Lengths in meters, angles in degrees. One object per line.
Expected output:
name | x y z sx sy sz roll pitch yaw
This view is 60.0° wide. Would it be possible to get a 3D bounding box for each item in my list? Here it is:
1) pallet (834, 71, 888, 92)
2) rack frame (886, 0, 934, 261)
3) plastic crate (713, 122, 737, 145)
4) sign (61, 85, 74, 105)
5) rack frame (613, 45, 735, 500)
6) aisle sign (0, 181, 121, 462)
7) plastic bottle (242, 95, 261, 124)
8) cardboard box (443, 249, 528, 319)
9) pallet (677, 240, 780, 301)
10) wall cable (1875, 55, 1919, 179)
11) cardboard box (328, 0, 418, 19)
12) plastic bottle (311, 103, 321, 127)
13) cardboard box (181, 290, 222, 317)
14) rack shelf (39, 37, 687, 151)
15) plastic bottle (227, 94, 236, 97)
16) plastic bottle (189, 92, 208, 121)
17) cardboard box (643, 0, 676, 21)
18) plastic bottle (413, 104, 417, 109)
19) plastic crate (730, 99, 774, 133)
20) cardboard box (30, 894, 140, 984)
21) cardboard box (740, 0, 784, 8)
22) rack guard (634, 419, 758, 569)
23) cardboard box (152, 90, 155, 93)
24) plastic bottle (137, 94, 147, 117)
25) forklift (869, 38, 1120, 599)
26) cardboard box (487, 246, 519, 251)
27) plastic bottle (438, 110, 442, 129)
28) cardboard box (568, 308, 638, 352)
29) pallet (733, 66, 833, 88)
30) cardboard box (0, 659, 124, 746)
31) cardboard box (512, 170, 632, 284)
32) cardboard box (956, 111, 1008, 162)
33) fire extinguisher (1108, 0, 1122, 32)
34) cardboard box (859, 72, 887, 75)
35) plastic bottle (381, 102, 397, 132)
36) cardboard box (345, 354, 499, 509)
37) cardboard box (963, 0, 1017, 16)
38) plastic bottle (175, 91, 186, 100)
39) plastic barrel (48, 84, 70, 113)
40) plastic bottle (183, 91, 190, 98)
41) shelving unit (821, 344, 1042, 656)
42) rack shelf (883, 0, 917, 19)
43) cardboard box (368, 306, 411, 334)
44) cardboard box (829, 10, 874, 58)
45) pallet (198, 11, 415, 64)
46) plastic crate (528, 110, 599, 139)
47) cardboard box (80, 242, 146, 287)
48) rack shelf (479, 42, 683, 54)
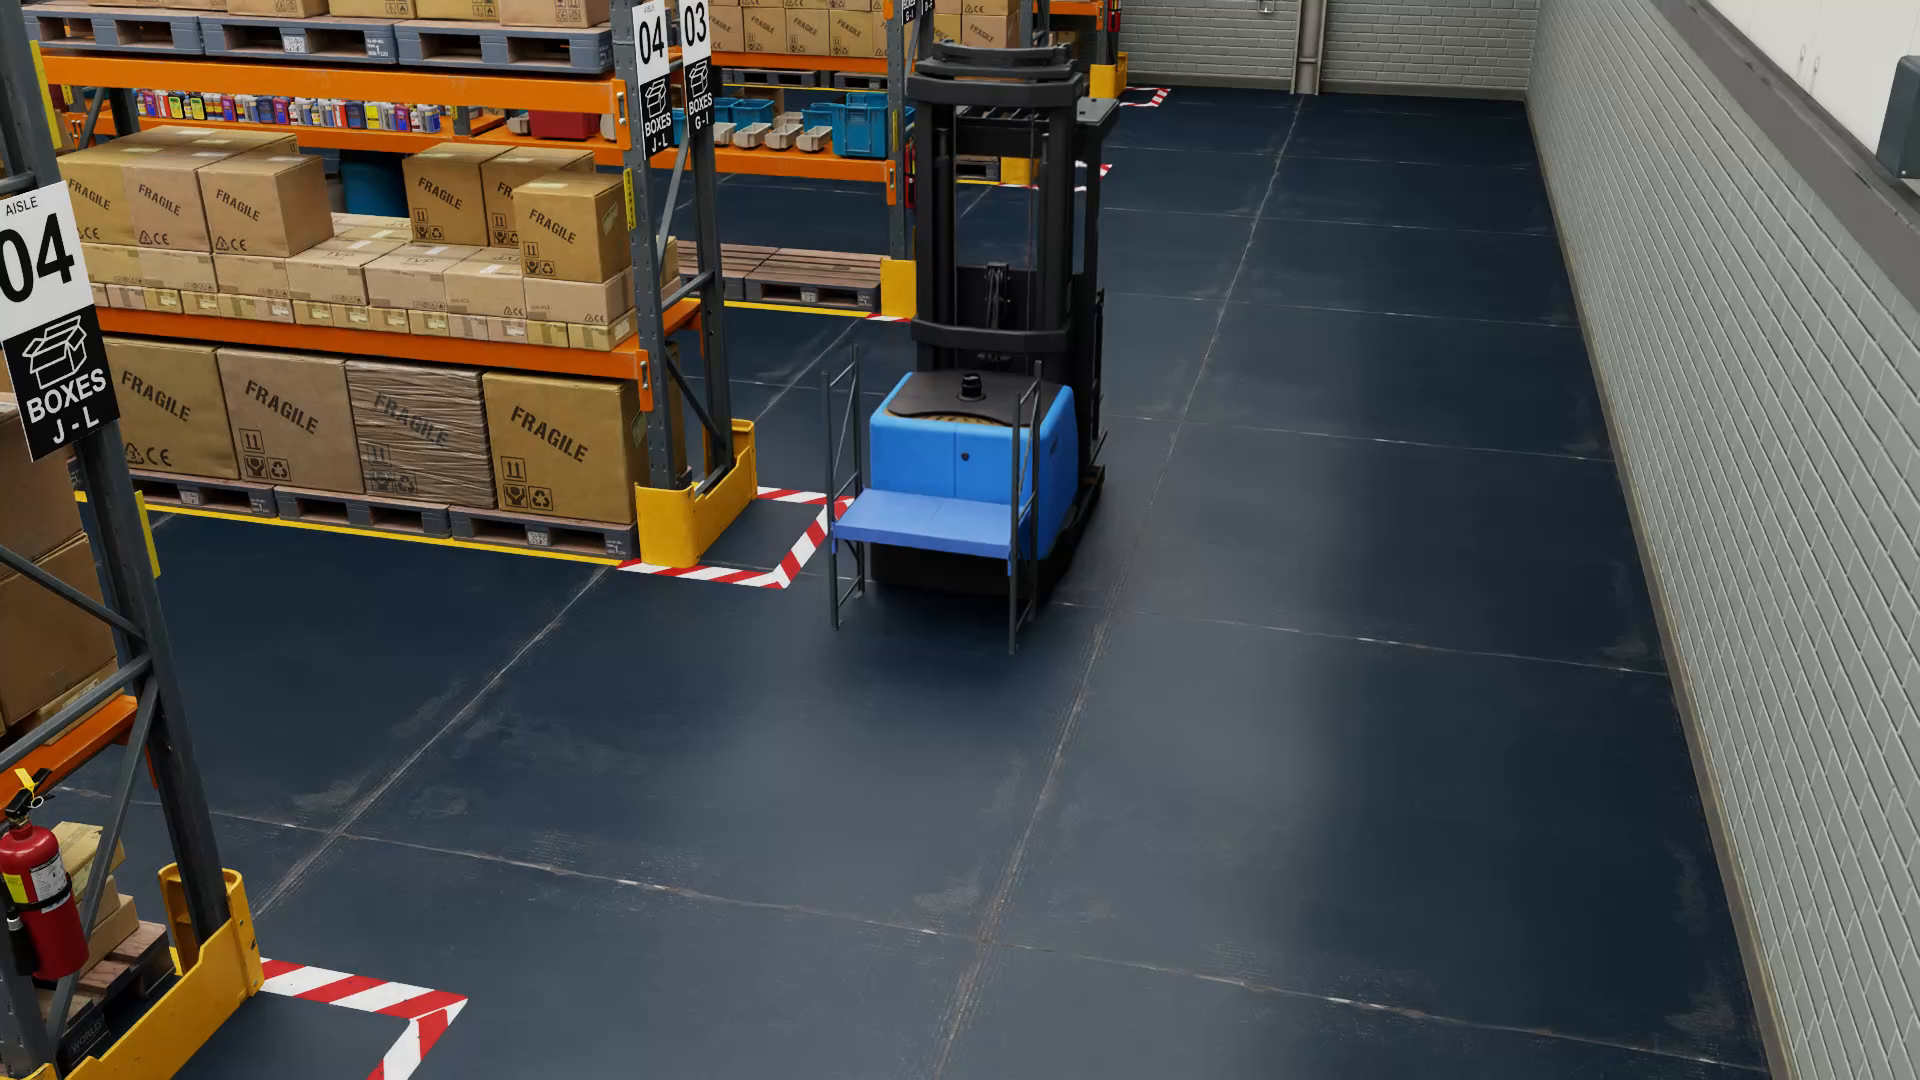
pallet | -1.097 -6.684 24.043 1.213 0.211 1.003 6 26 13
rack frame | -0.407 -3.504 14.121 0.127 3.000 1.000 6 26 13
plastic crate | -2.086 -3.505 14.359 0.250 0.136 0.298 6 26 13
sign | -8.285 -4.205 15.402 0.005 0.325 0.100 6 26 13
rack frame | -1.641 -1.442 9.790 0.127 3.000 1.000 6 26 13
aisle sign | -2.828 -0.679 5.162 0.004 0.787 0.394 6 26 13
plastic bottle | -6.473 -3.975 15.255 0.135 0.276 0.152 6 26 13
cardboard box | -2.667 -1.505 9.750 0.500 0.250 0.500 6 26 12
pallet | -2.374 -2.481 15.216 1.213 0.211 1.003 6 26 13
wall cable | 2.977 -3.563 3.523 0.120 5.999 2.277 6 26 13
cardboard box | -3.185 -3.255 9.388 0.500 0.500 0.700 5 26 9
plastic bottle | -5.835 -3.859 15.097 0.097 0.201 0.097 0 25 0
cardboard box | -4.546 -1.503 10.210 0.250 0.149 0.380 6 26 12
rack shelf | -3.577 -2.686 9.749 4.000 0.370 1.077 6 26 13
plastic bottle | -7.043 -4.329 16.085 0.097 0.201 0.097 0 25 0
plastic bottle | -7.026 -4.019 15.339 0.133 0.283 0.061 6 26 13
cardboard box | -3.447 -6.373 19.541 0.500 0.500 0.700 -2 26 -5
plastic bottle | -5.094 -4.145 15.617 0.097 0.271 0.097 0 25 0
plastic crate | -1.839 -3.760 14.783 0.300 0.233 0.416 6 26 13
cardboard box | -3.401 1.520 6.395 0.250 0.149 0.380 7 26 14
cardboard box | -2.158 -6.268 18.647 0.500 0.500 0.500 5 26 11
rack guard | -1.617 -0.311 10.322 0.348 0.500 1.175 6 26 13
cardboard box | -9.970 -5.848 21.102 0.500 0.311 0.500 6 26 12
plastic bottle | -7.617 -4.056 15.511 0.097 0.201 0.097 0 25 0
forklift | 0.334 -1.599 10.199 1.130 2.935 3.031 6 26 13
cardboard box | -2.543 -1.725 10.213 0.500 0.250 0.500 6 26 12
plastic bottle | -4.730 -3.804 14.982 0.097 0.201 0.097 0 25 0
cardboard box | -2.067 -1.230 9.636 0.250 0.149 0.380 7 26 14
pallet | -2.580 -6.849 24.390 1.213 0.211 1.003 6 26 13
cardboard box | -3.206 0.554 5.889 0.250 0.149 0.380 6 26 13
cardboard box | -2.178 -1.790 9.477 0.500 0.500 0.500 7 26 14
cardboard box | 0.242 -4.592 18.801 0.500 0.500 0.500 6 26 13
fire extinguisher | 2.092 -7.217 22.443 0.183 0.674 0.296 6 26 13
cardboard box | -1.115 -6.995 23.873 0.500 0.500 0.700 7 26 14
plastic bottle | -5.097 -3.823 14.935 0.135 0.276 0.152 6 26 13
cardboard box | -3.162 -0.805 10.435 0.875 0.875 0.875 6 26 13
cardboard box | 0.331 -5.996 18.075 0.500 0.500 0.500 6 26 13
plastic bottle | -7.248 -4.074 15.467 0.097 0.271 0.097 0 25 0
plastic barrel | -8.680 -4.346 15.730 0.708 0.536 0.600 6 26 13
plastic bottle | -7.550 -4.385 16.203 0.097 0.201 0.097 0 25 0
shelving unit | -0.142 -0.220 8.968 1.048 1.500 0.538 7 26 14
rack shelf | -2.344 -4.748 14.080 4.000 0.370 1.077 6 26 13
cardboard box | -3.308 -1.366 9.922 0.250 0.149 0.380 6 26 13
cardboard box | -1.144 -5.709 18.637 0.500 0.500 0.500 6 26 12
pallet | -3.547 -2.961 9.594 1.213 0.211 1.003 6 26 13
plastic crate | -3.479 -3.788 14.574 0.583 0.464 0.402 6 26 13
cardboard box | -5.125 -1.778 10.323 0.500 0.250 0.500 6 26 12
rack shelf | -4.981 -5.883 19.955 4.000 0.370 1.077 6 26 13
